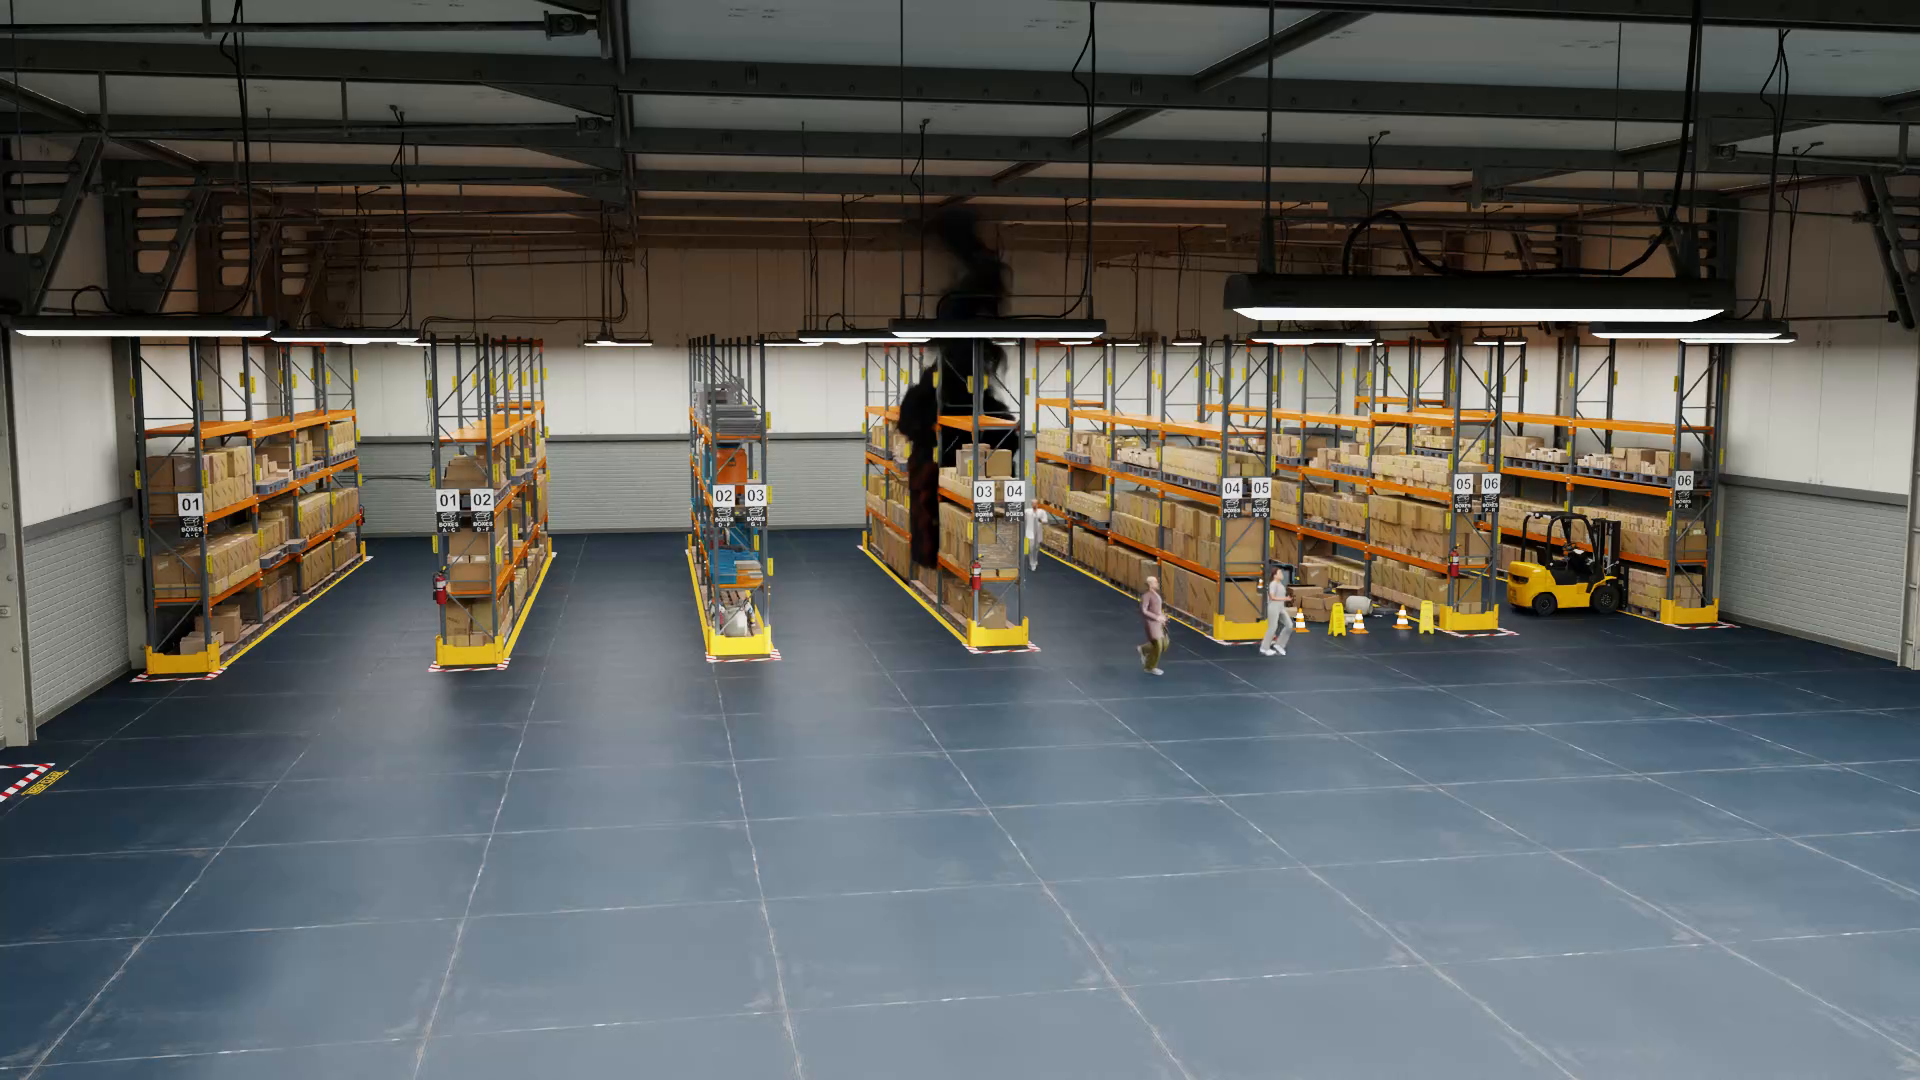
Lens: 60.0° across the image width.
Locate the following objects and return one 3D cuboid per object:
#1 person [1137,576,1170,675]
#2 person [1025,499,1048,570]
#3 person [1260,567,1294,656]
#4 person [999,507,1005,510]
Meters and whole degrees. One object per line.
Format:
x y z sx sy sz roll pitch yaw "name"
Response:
3.406 1.505 29.426 0.637 1.735 0.711 4 7 28 "person"
1.947 -0.158 43.583 0.679 1.839 0.894 -1 7 -11 "person"
5.952 1.348 31.117 0.667 1.696 0.585 5 8 37 "person"
1.341 -0.406 45.895 0.722 1.760 0.808 -1 7 -6 "person"
